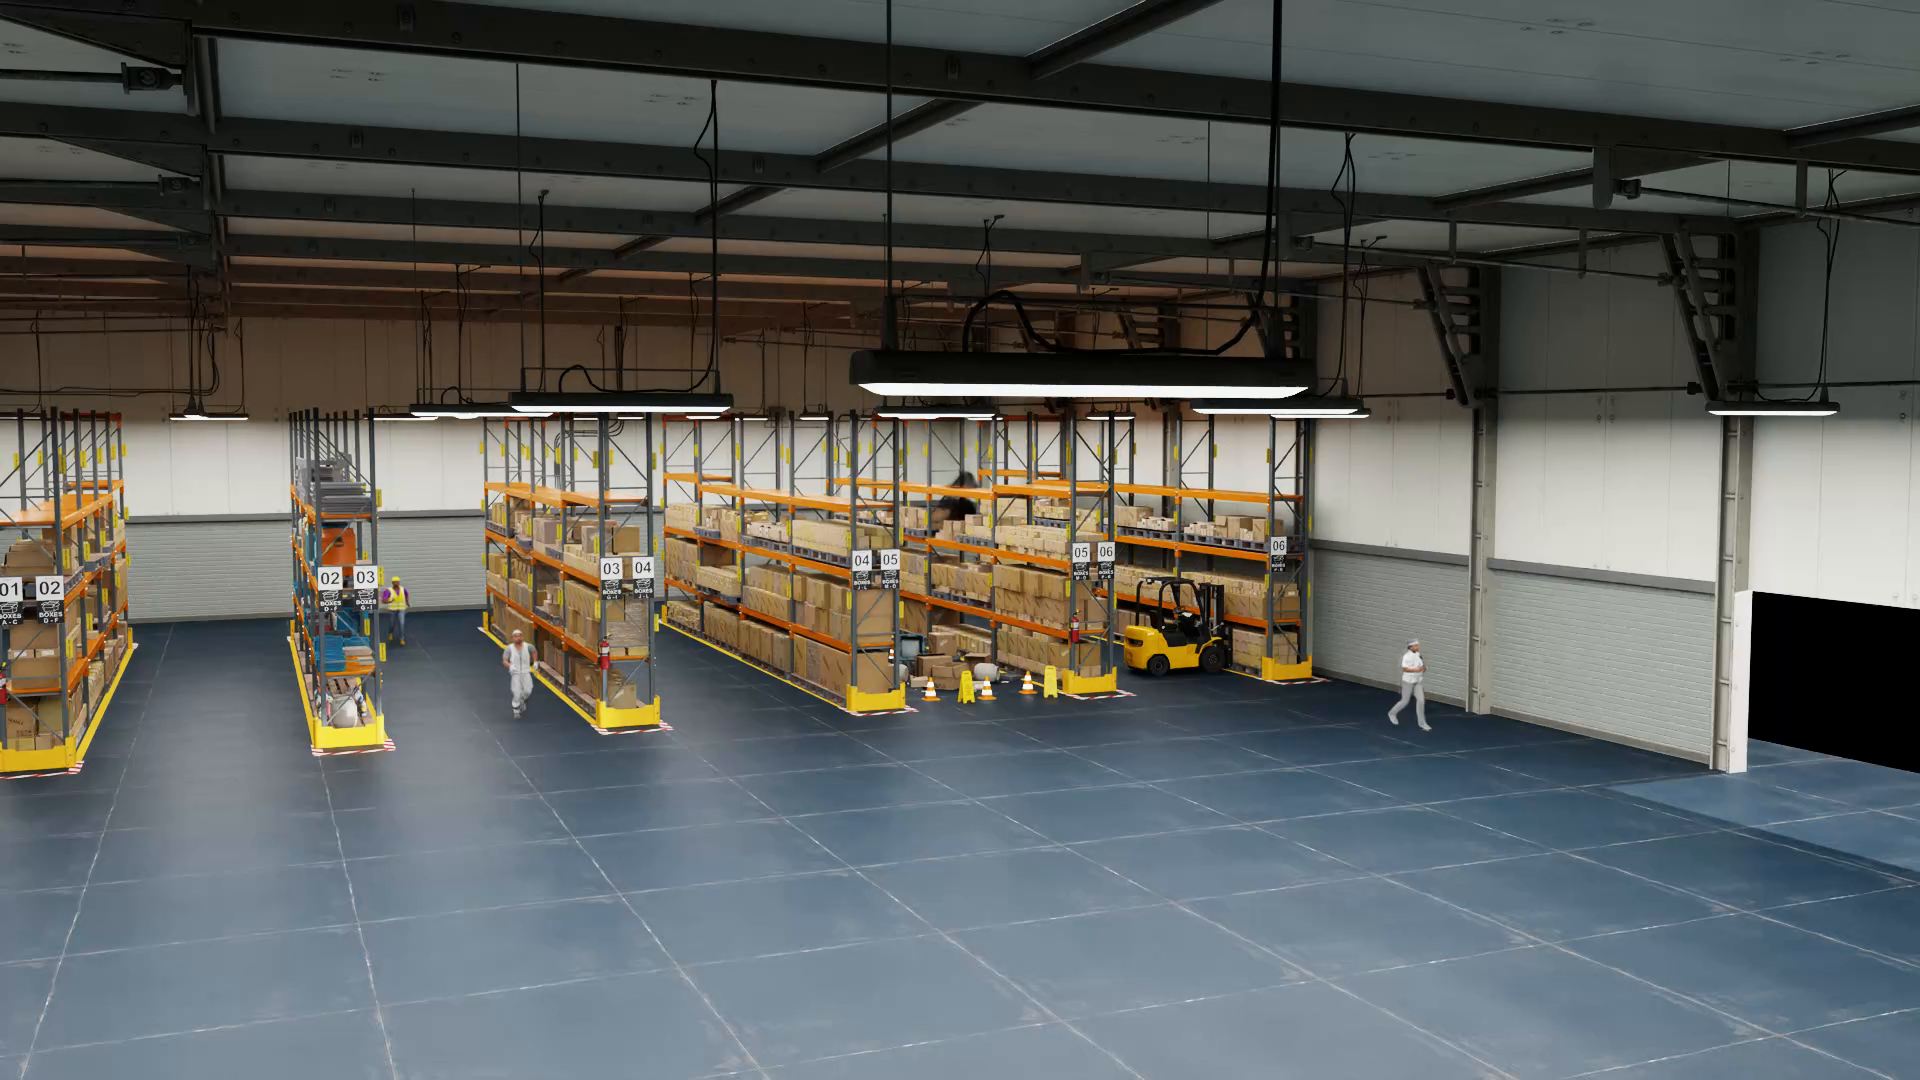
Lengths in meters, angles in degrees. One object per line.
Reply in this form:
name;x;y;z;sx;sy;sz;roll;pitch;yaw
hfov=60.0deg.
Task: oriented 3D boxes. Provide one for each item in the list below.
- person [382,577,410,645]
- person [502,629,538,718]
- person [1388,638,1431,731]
person;-14.563;1.818;42.996;0.713;1.746;0.982;-2;5;-31
person;-8.496;2.596;32.193;0.693;1.737;0.699;-2;4;-22
person;8.447;2.671;31.163;0.604;1.703;0.900;-3;5;-39
